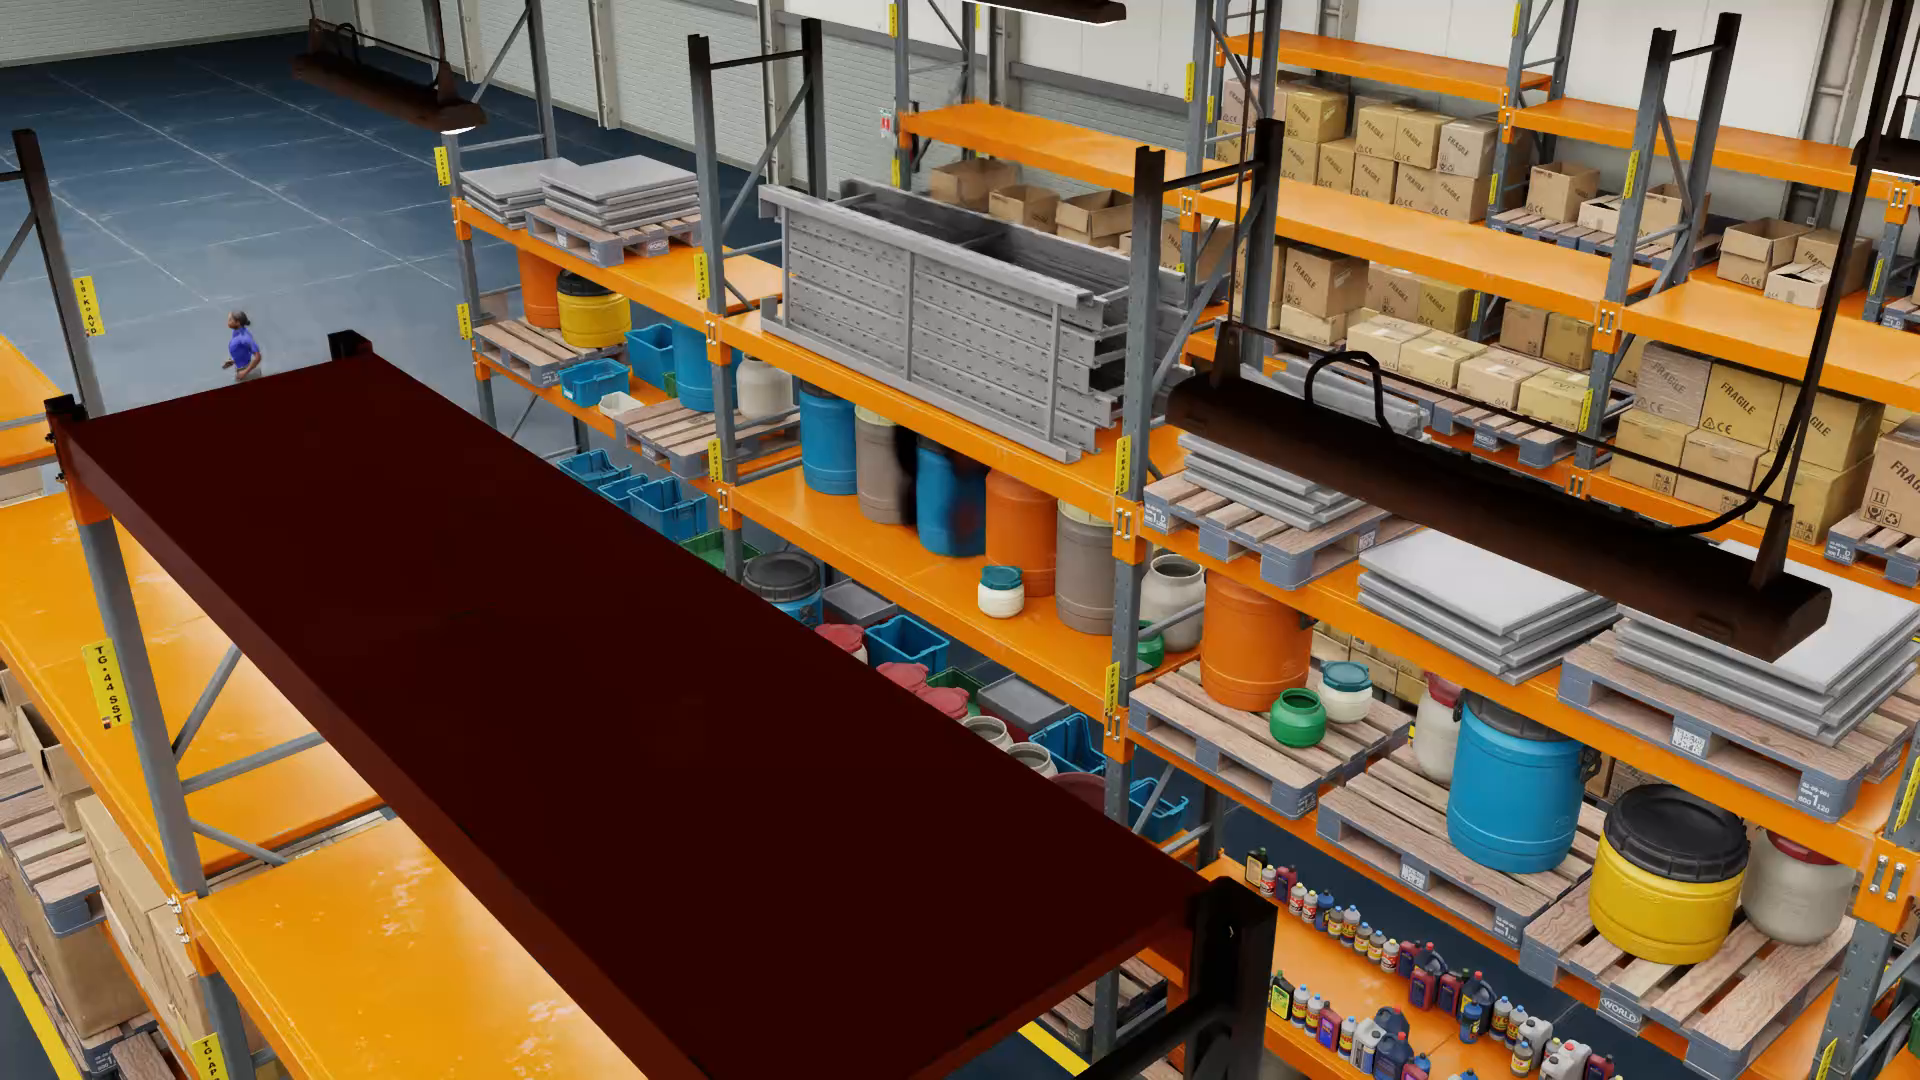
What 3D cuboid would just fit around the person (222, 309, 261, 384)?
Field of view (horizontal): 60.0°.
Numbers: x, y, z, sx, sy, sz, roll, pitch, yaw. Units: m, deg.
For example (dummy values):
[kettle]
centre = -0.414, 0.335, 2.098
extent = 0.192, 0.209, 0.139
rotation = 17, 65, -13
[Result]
[person]
centre = -8.331, -1.932, 19.618
extent = 0.752, 1.650, 0.590
rotation = -10, 29, -19
